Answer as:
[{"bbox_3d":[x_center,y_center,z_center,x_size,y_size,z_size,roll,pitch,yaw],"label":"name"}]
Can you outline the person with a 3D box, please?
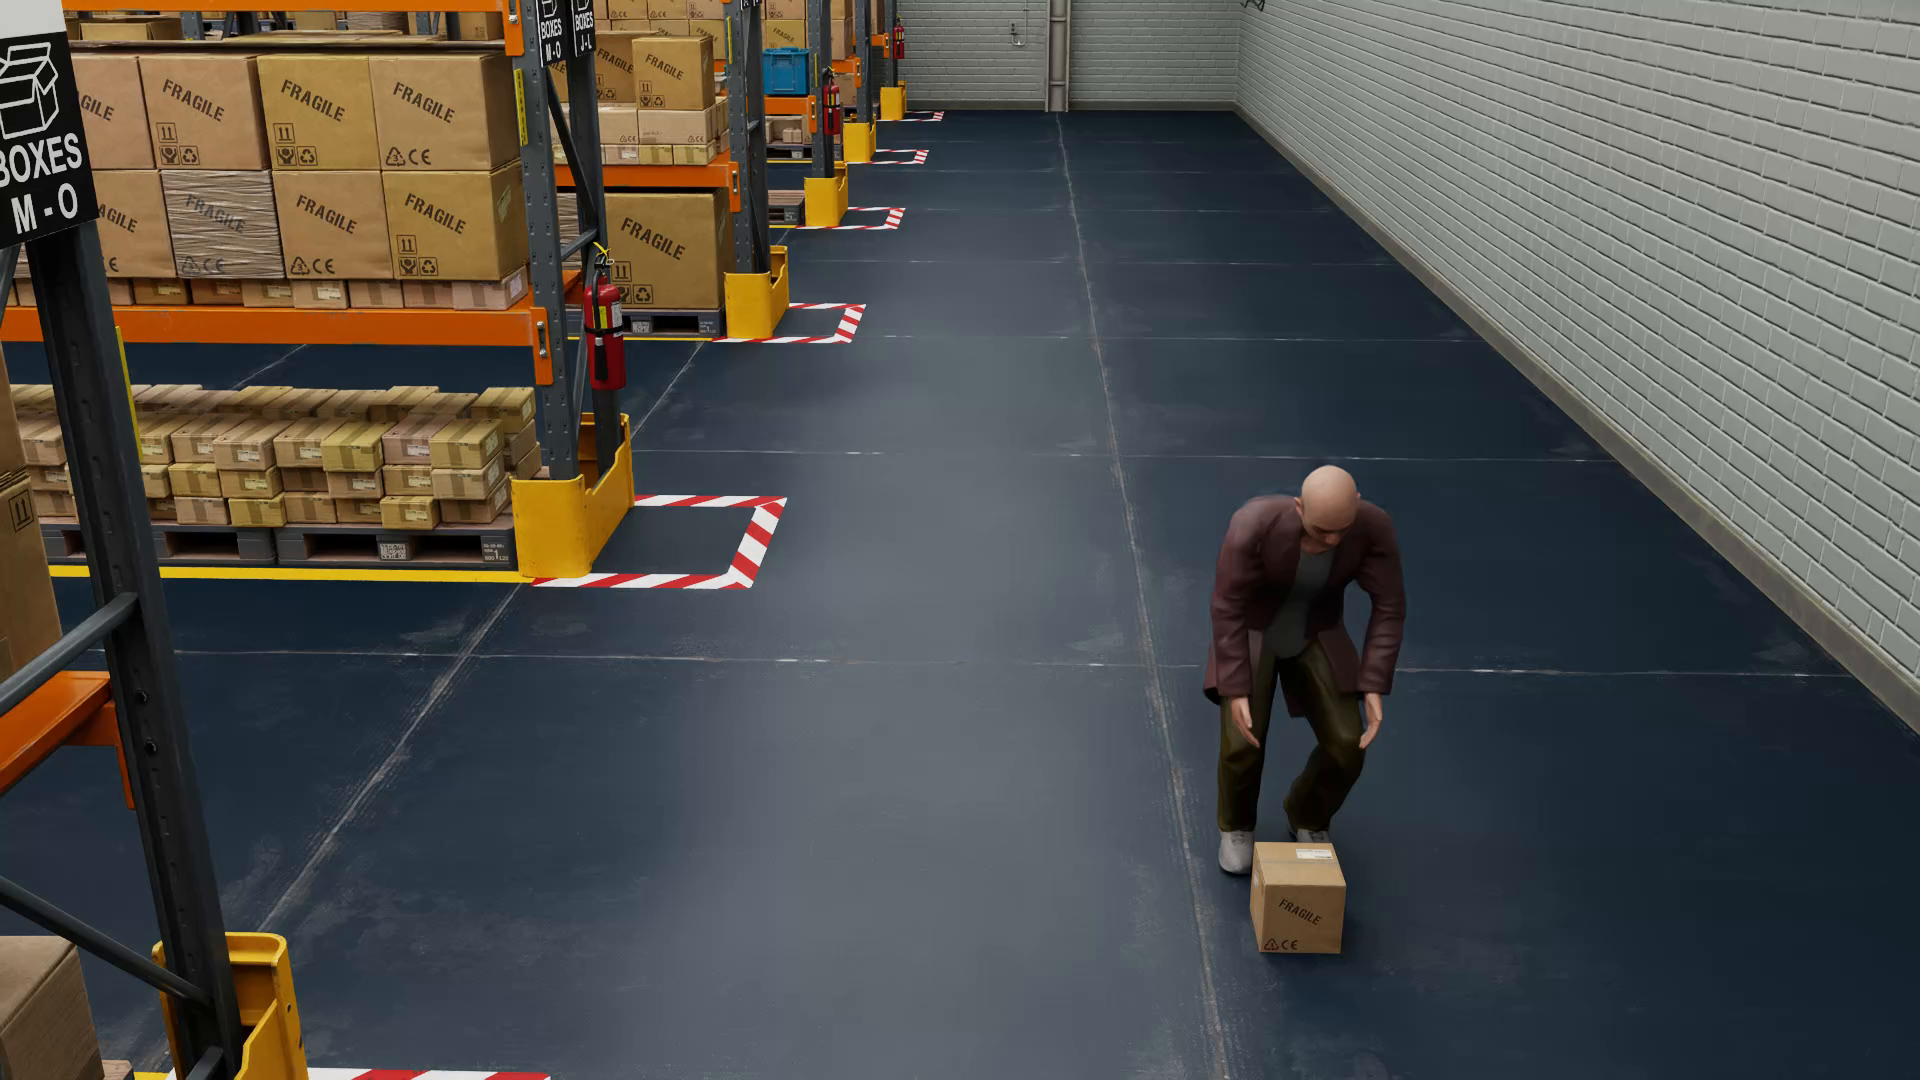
[{"bbox_3d":[1.118,0.394,5.486,0.628,1.476,0.681,1,20,2],"label":"person"}]
